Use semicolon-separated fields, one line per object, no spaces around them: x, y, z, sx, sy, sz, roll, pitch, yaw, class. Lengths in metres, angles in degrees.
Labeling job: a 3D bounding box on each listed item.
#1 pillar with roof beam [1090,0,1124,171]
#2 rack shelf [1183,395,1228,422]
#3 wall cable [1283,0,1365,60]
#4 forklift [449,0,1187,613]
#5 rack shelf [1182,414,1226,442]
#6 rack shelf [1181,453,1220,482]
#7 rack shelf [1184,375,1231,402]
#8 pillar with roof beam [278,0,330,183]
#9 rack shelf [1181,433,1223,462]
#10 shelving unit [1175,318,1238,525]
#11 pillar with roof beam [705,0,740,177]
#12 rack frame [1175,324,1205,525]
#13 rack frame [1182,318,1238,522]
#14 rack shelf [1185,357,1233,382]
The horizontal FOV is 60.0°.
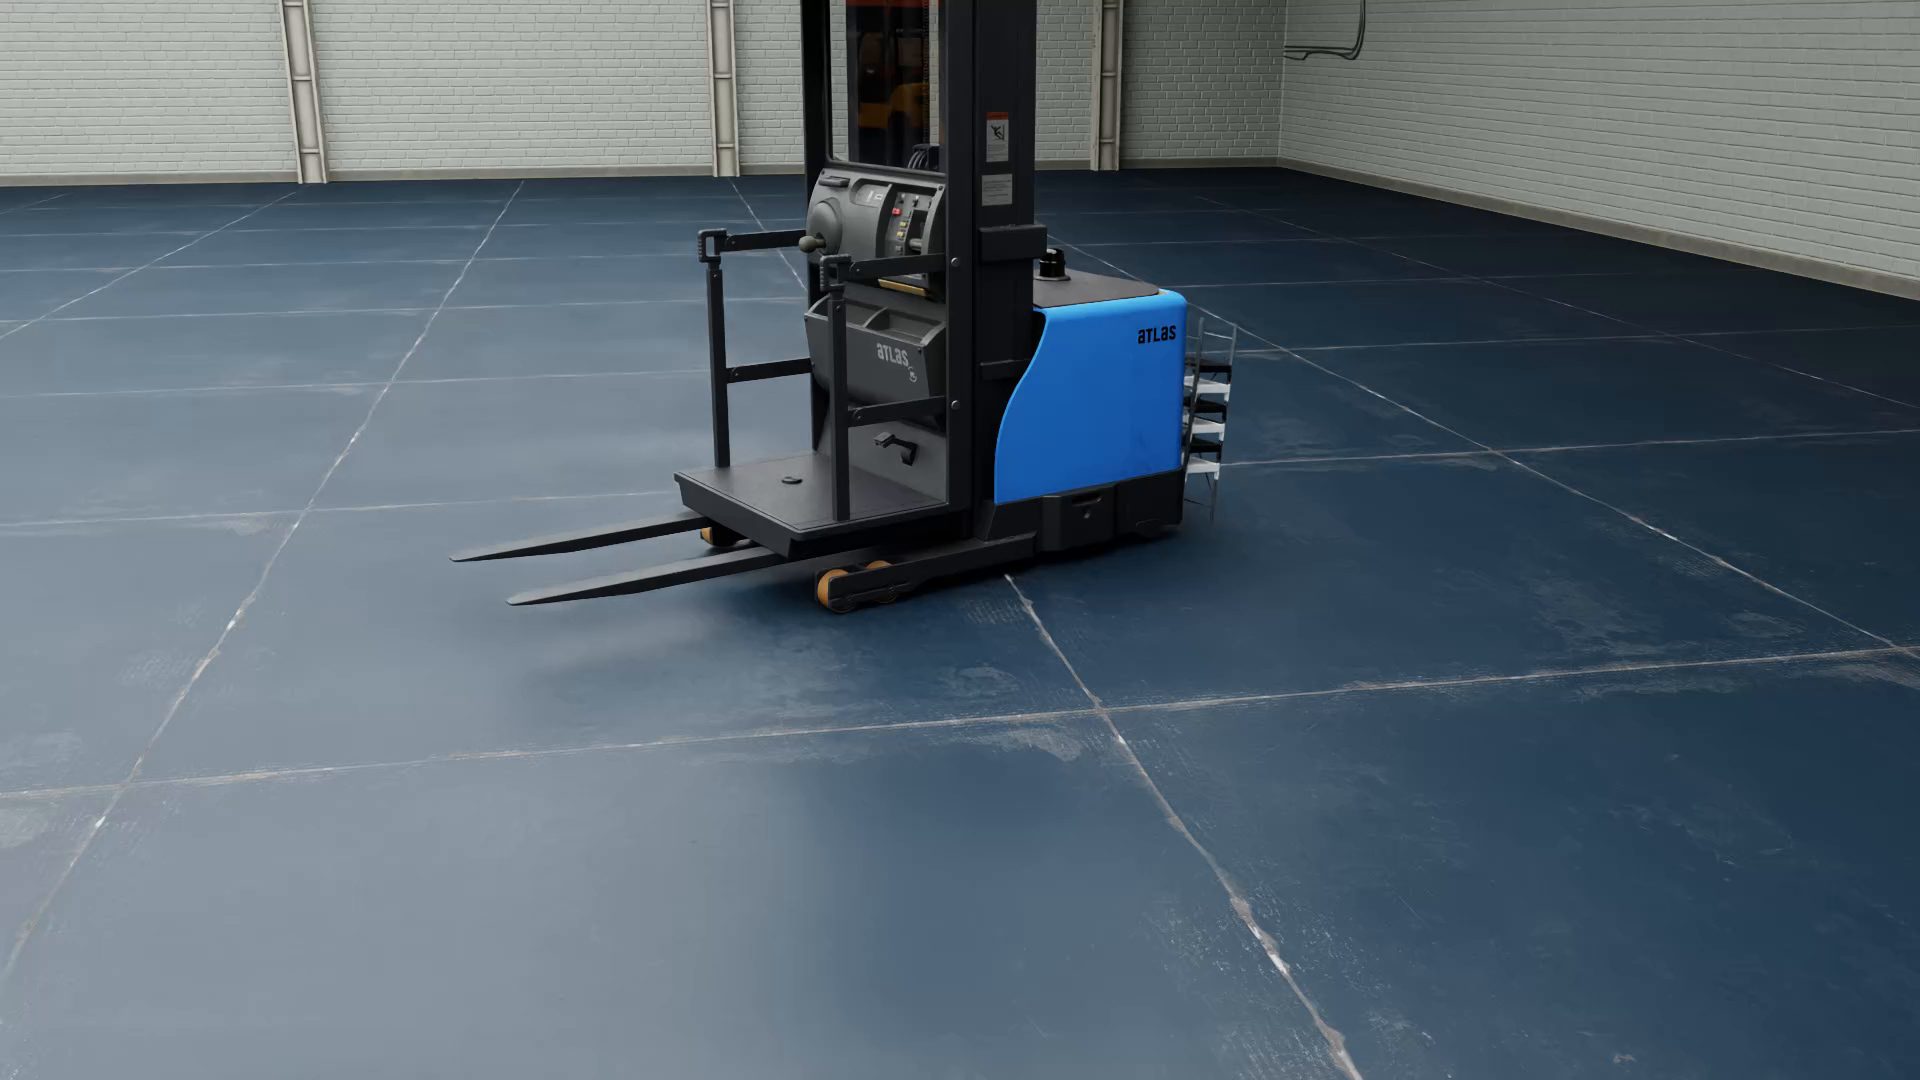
3.126;-8.980;21.222;0.400;9.000;9.100;-3;17;-10;pillar with roof beam
1.044;-0.594;7.491;0.200;0.077;0.258;-4;16;-35;rack shelf
5.452;-8.520;25.012;0.112;2.526;3.097;-3;17;-10;wall cable
-0.516;-1.296;6.540;3.031;2.935;1.130;-11;20;-33;forklift
1.036;-0.507;7.512;0.200;0.077;0.258;-4;16;-35;rack shelf
1.019;-0.333;7.554;0.200;0.077;0.258;-4;16;-35;rack shelf
1.052;-0.682;7.470;0.200;0.077;0.258;-4;16;-35;rack shelf
-8.656;-8.312;19.046;0.400;9.000;9.100;-3;17;-10;pillar with roof beam
1.027;-0.420;7.533;0.200;0.077;0.258;-4;16;-35;rack shelf
1.039;-0.539;7.504;0.210;0.900;0.258;-4;16;-35;shelving unit
-2.765;-8.646;20.134;0.400;9.000;9.100;-3;17;-10;pillar with roof beam
0.956;-0.533;7.445;0.006;0.900;0.240;-4;16;-35;rack frame
1.121;-0.546;7.563;0.006;0.900;0.240;-4;16;-35;rack frame
1.060;-0.769;7.450;0.200;0.077;0.258;-4;16;-35;rack shelf
